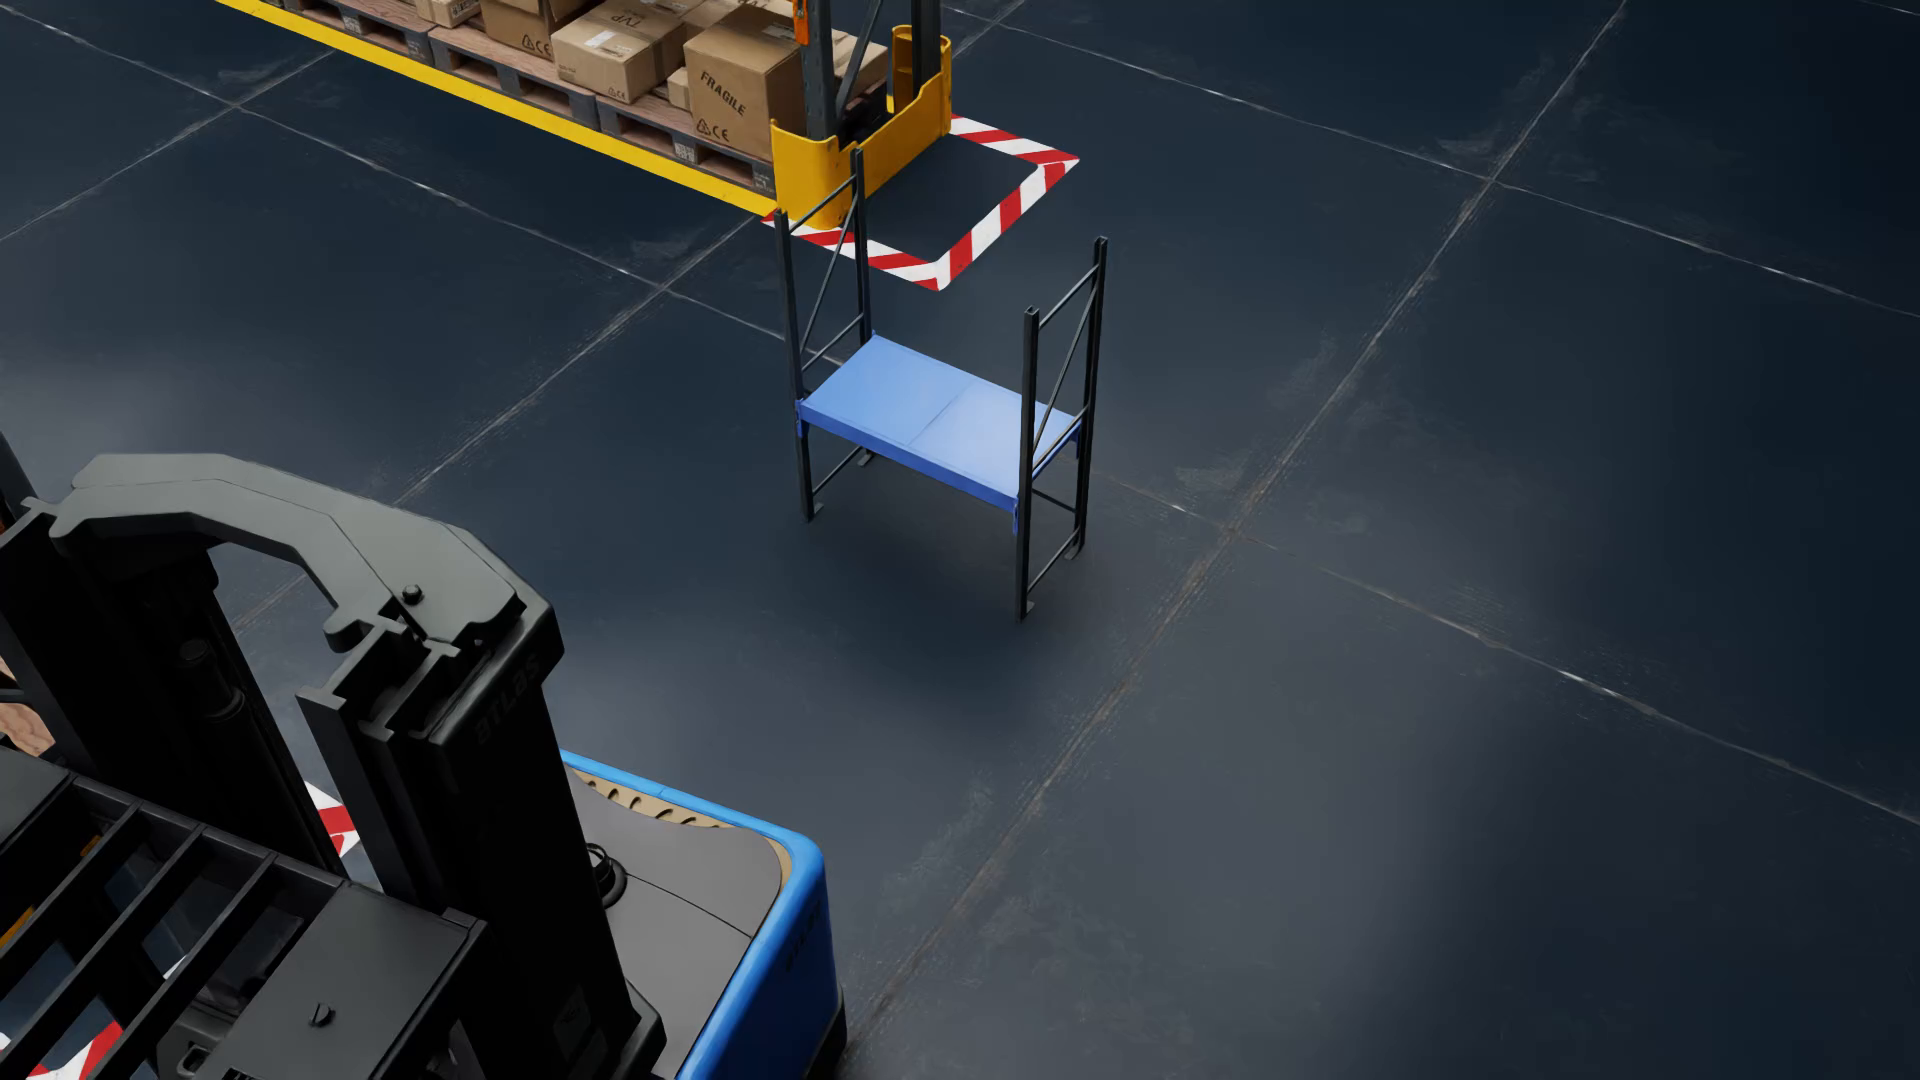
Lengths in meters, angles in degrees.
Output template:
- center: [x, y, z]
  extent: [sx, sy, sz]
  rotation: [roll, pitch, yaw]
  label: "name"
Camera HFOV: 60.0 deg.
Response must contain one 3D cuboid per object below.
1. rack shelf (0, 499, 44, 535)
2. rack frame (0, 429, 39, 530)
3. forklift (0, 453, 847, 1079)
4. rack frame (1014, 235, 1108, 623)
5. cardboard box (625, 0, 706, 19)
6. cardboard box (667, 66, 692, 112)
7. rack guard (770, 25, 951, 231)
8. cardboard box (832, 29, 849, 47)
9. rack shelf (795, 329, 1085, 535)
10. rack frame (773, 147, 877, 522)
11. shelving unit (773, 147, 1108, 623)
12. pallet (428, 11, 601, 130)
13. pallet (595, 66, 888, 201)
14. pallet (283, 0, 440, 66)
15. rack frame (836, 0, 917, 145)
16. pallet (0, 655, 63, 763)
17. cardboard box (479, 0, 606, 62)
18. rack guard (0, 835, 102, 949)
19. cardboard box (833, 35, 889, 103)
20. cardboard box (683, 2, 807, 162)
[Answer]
- center: [-4.777, -0.485, 5.631]
  extent: [4.000, 0.370, 1.077]
  rotation: [25, 51, 22]
  label: "rack shelf"
- center: [-3.094, 0.039, 4.620]
  extent: [0.127, 3.000, 1.000]
  rotation: [25, 51, 22]
  label: "rack frame"
- center: [-1.377, 1.388, 3.358]
  extent: [1.130, 2.935, 3.031]
  rotation: [16, 48, 15]
  label: "forklift"
- center: [0.356, -0.359, 6.053]
  extent: [0.032, 1.500, 0.500]
  rotation: [25, 51, 22]
  label: "rack frame"
- center: [-1.563, -2.914, 9.100]
  extent: [0.500, 0.250, 0.500]
  rotation: [25, 51, 22]
  label: "cardboard box"
- center: [-1.299, -2.389, 8.648]
  extent: [0.250, 0.166, 0.380]
  rotation: [25, 51, 22]
  label: "cardboard box"
- center: [-0.480, -2.108, 8.450]
  extent: [0.348, 0.500, 1.175]
  rotation: [25, 51, 22]
  label: "rack guard"
- center: [-0.794, -2.582, 8.836]
  extent: [0.250, 0.166, 0.380]
  rotation: [25, 51, 22]
  label: "cardboard box"
- center: [-0.072, -0.430, 6.373]
  extent: [1.000, 0.185, 0.538]
  rotation: [25, 51, 22]
  label: "rack shelf"
- center: [-0.500, -0.753, 6.435]
  extent: [0.032, 1.500, 0.500]
  rotation: [25, 51, 22]
  label: "rack frame"
- center: [-0.072, -0.556, 6.244]
  extent: [1.048, 1.500, 0.538]
  rotation: [25, 51, 22]
  label: "shelving unit"
- center: [-2.175, -2.788, 9.312]
  extent: [1.213, 0.211, 1.003]
  rotation: [25, 51, 22]
  label: "pallet"
- center: [-1.152, -2.315, 8.853]
  extent: [1.213, 0.211, 1.003]
  rotation: [25, 51, 22]
  label: "pallet"
- center: [-3.206, -3.260, 9.771]
  extent: [1.213, 0.211, 1.003]
  rotation: [25, 51, 22]
  label: "pallet"
- center: [-0.415, -2.952, 7.527]
  extent: [0.053, 2.616, 0.949]
  rotation: [25, 51, 22]
  label: "rack frame"
- center: [-3.767, 0.668, 5.954]
  extent: [1.213, 0.211, 1.003]
  rotation: [25, 51, 22]
  label: "pallet"
- center: [-2.199, -3.057, 9.063]
  extent: [0.637, 0.503, 0.797]
  rotation: [25, 51, 22]
  label: "cardboard box"
- center: [-3.067, 0.912, 5.515]
  extent: [0.348, 0.500, 1.175]
  rotation: [25, 51, 22]
  label: "rack guard"
- center: [-0.583, -2.479, 8.749]
  extent: [0.250, 0.149, 0.380]
  rotation: [25, 51, 22]
  label: "cardboard box"
- center: [-1.007, -2.294, 8.324]
  extent: [0.500, 0.500, 0.500]
  rotation: [25, 51, 22]
  label: "cardboard box"
